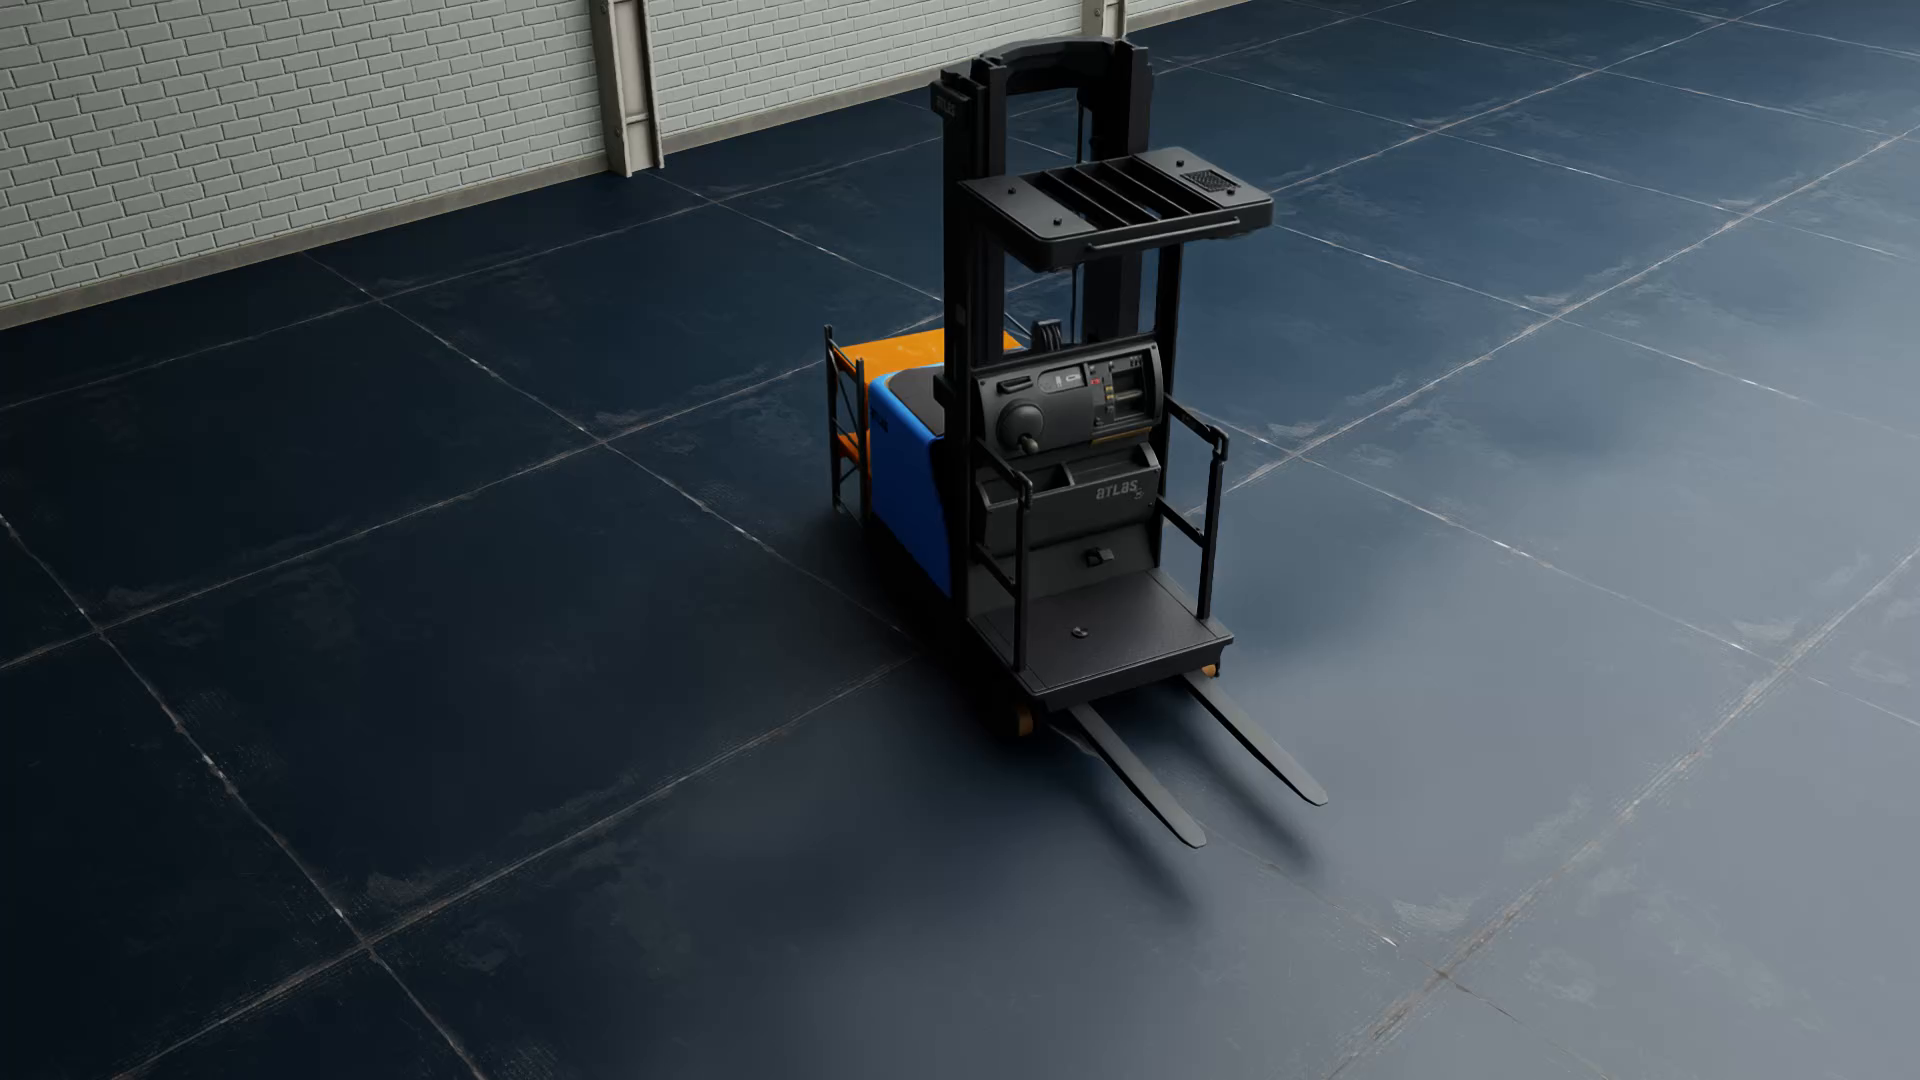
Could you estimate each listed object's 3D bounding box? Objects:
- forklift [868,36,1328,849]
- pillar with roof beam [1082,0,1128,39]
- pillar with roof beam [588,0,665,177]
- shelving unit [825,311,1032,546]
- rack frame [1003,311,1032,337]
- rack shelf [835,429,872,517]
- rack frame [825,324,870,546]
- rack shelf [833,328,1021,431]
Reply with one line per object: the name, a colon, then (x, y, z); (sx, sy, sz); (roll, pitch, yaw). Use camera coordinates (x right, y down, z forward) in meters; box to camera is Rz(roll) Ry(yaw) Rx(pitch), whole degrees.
forklift: (0.603, -0.593, 7.410); (1.130, 2.935, 3.031); (-14, 34, -22)
pillar with roof beam: (4.485, -7.585, 13.029); (0.400, 9.000, 9.100); (-26, 40, -35)
pillar with roof beam: (0.086, -5.457, 9.548); (0.400, 9.000, 9.100); (-26, 40, -35)
shelving unit: (-0.153, -0.677, 9.279); (1.048, 1.125, 0.538); (-13, 34, -21)
rack frame: (0.309, -0.788, 9.461); (0.032, 1.125, 0.500); (-13, 34, -21)
rack shelf: (-0.153, -0.469, 9.407); (1.000, 0.278, 0.538); (-13, 34, -21)
rack frame: (-0.615, -0.567, 9.098); (0.032, 1.125, 0.500); (-13, 34, -21)
rack shelf: (-0.153, -0.927, 9.127); (1.000, 0.278, 0.538); (-13, 34, -21)
